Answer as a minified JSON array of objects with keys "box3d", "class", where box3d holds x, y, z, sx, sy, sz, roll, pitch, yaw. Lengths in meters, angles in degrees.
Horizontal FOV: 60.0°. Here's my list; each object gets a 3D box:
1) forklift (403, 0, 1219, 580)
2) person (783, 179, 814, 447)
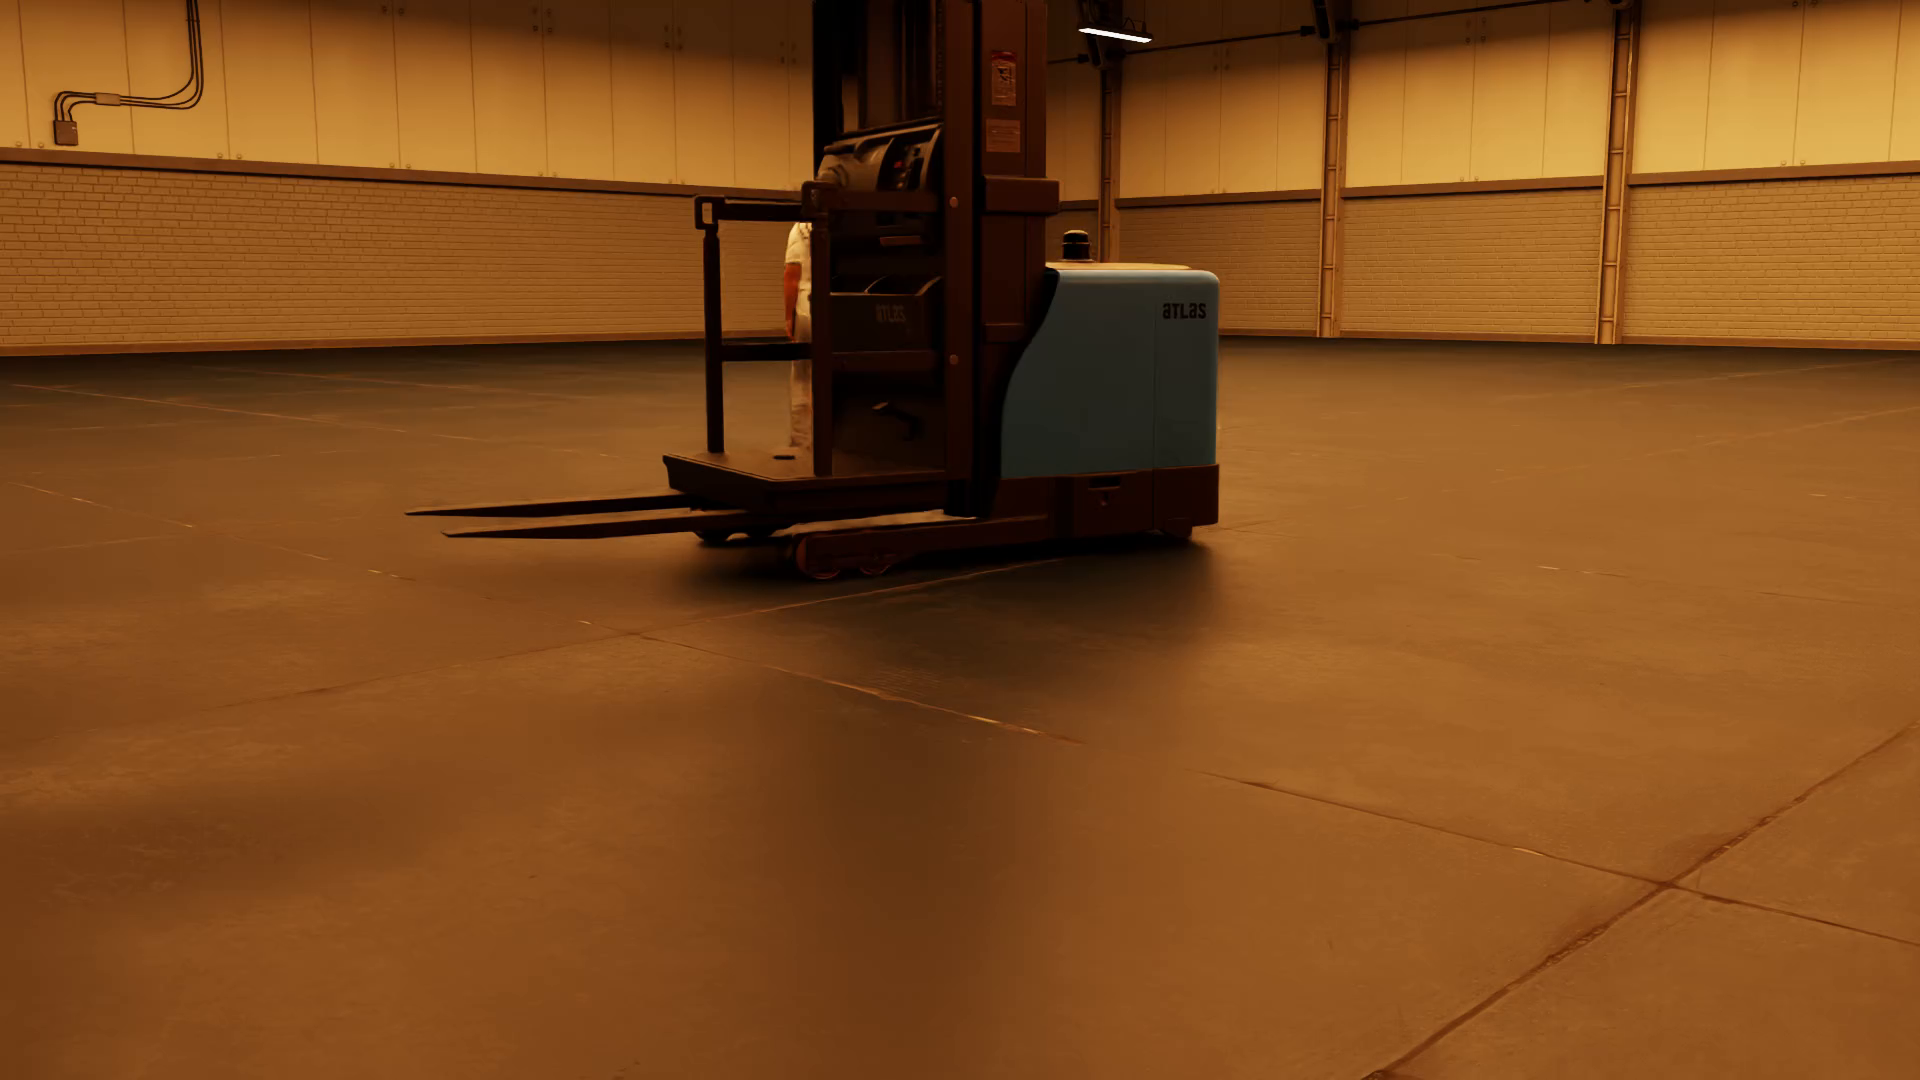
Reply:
[{"box3d":[-0.496,-1.399,6.167,3.031,2.935,1.130,-5,10,-30],"class":"forklift"},{"box3d":[-0.762,-1.269,9.660,0.552,1.682,0.465,-2,9,-12],"class":"person"}]
